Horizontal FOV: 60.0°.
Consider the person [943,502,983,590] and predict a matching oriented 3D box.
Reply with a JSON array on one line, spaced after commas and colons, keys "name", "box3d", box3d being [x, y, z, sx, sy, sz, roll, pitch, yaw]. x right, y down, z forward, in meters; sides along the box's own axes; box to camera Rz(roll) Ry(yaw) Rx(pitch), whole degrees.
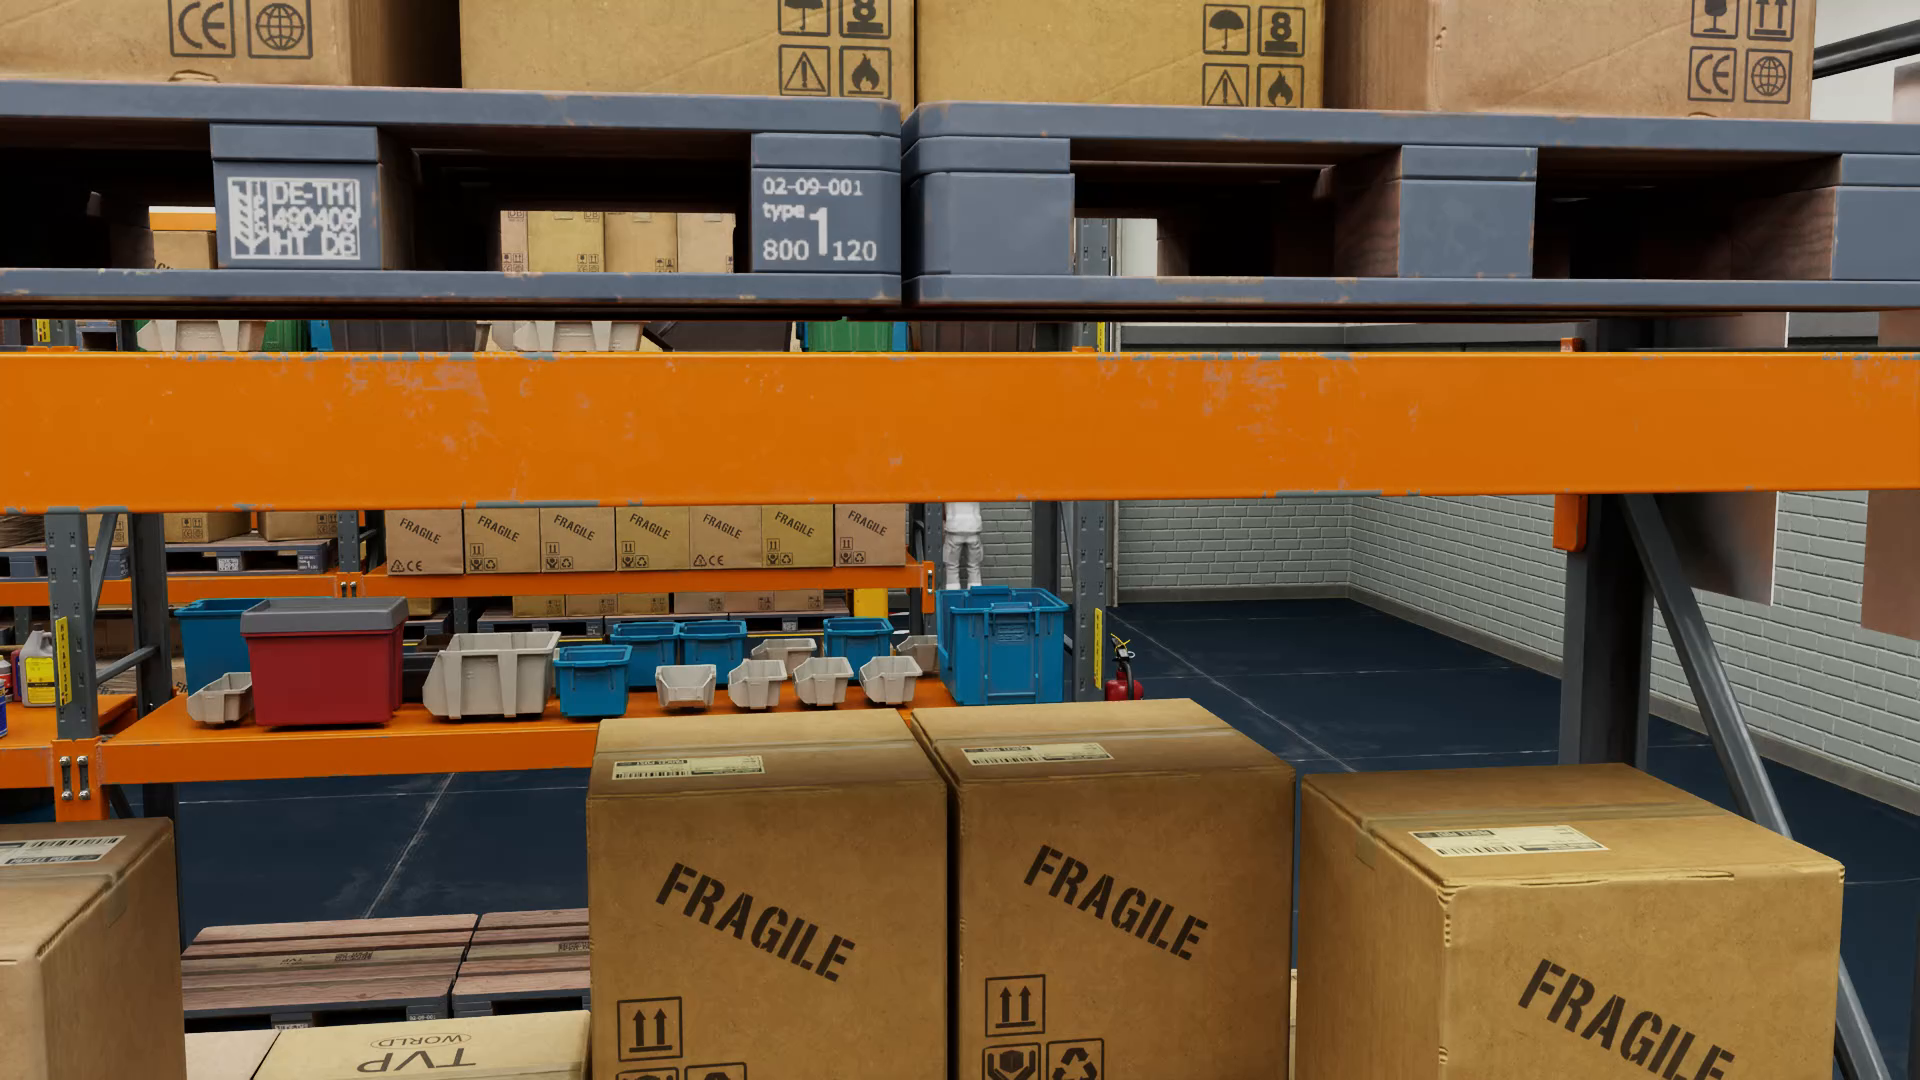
[{"name": "person", "box3d": [0.005, -0.076, 17.811, 0.494, 1.782, 0.564, -1, 7, -11]}]
